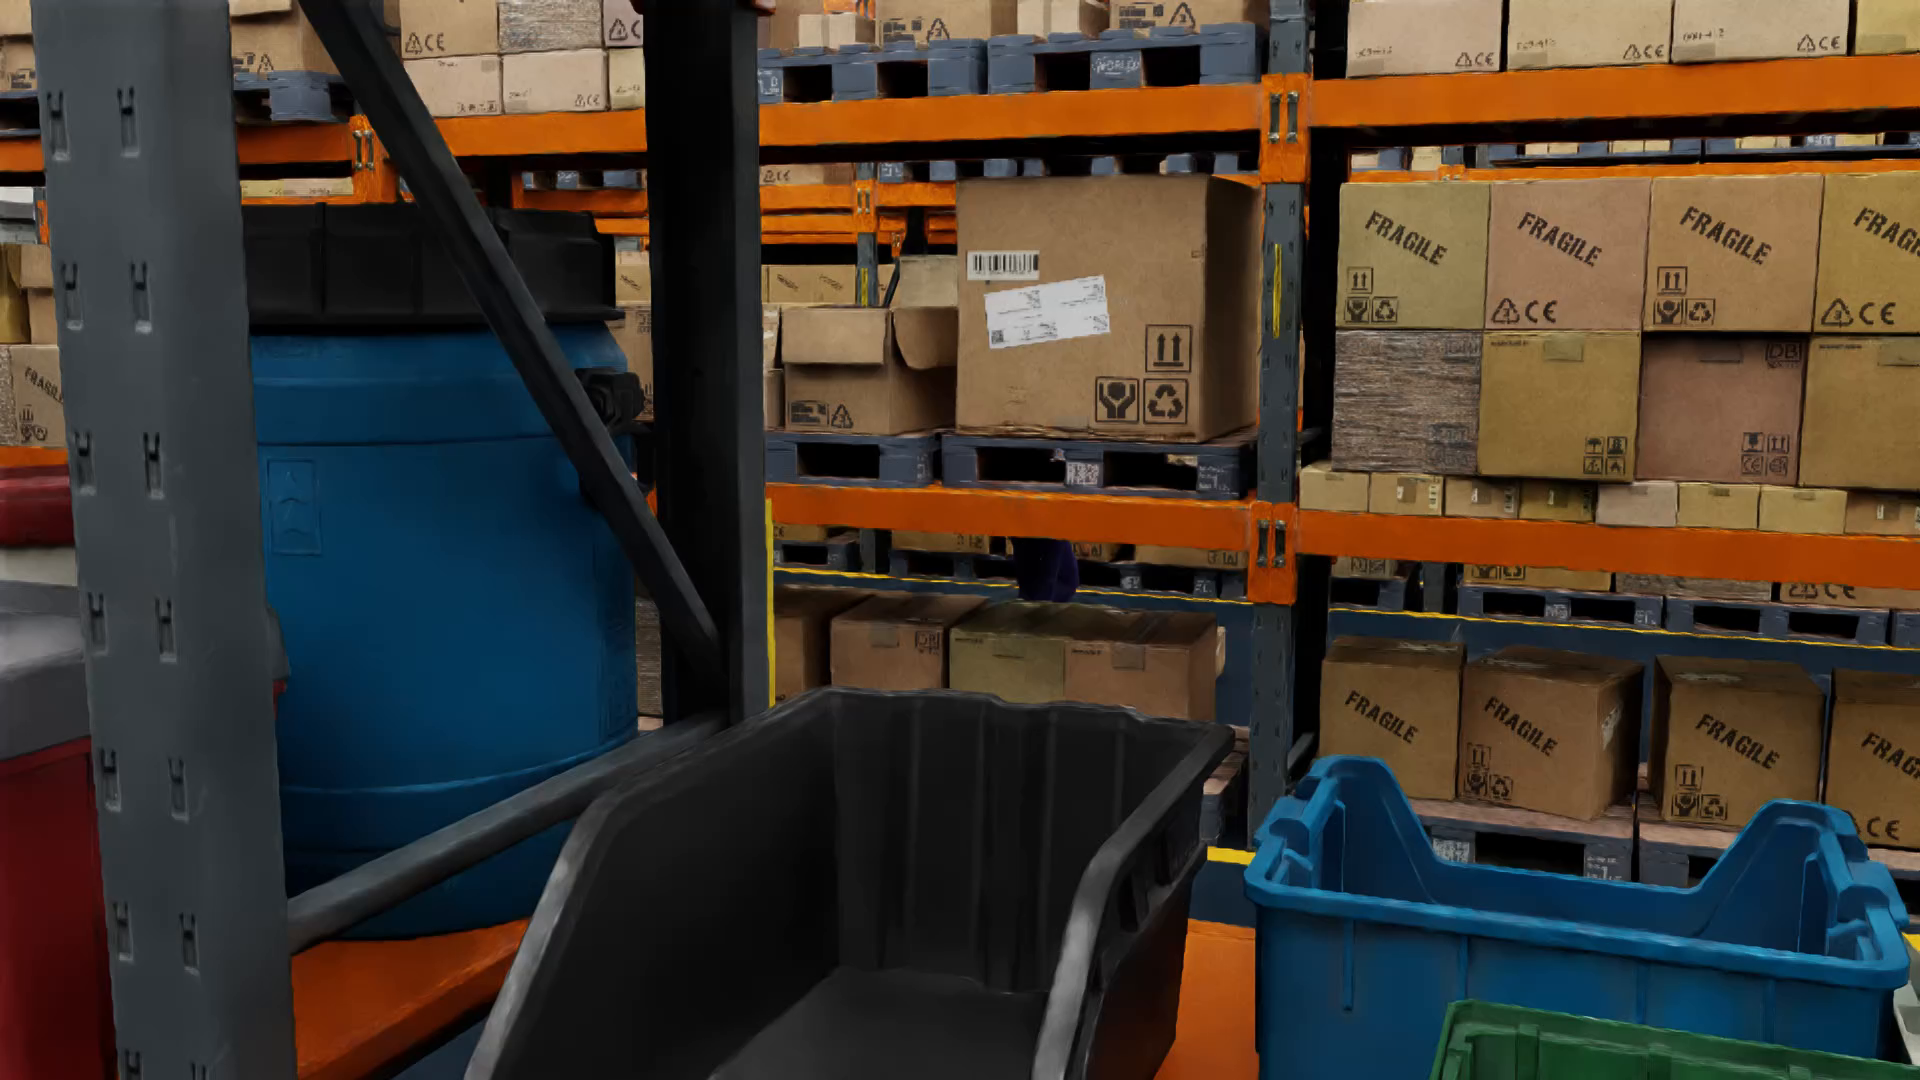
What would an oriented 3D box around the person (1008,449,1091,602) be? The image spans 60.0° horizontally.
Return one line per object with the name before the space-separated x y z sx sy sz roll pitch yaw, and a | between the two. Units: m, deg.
person | 0.435 -0.060 8.726 0.480 1.647 0.616 -2 9 -11
